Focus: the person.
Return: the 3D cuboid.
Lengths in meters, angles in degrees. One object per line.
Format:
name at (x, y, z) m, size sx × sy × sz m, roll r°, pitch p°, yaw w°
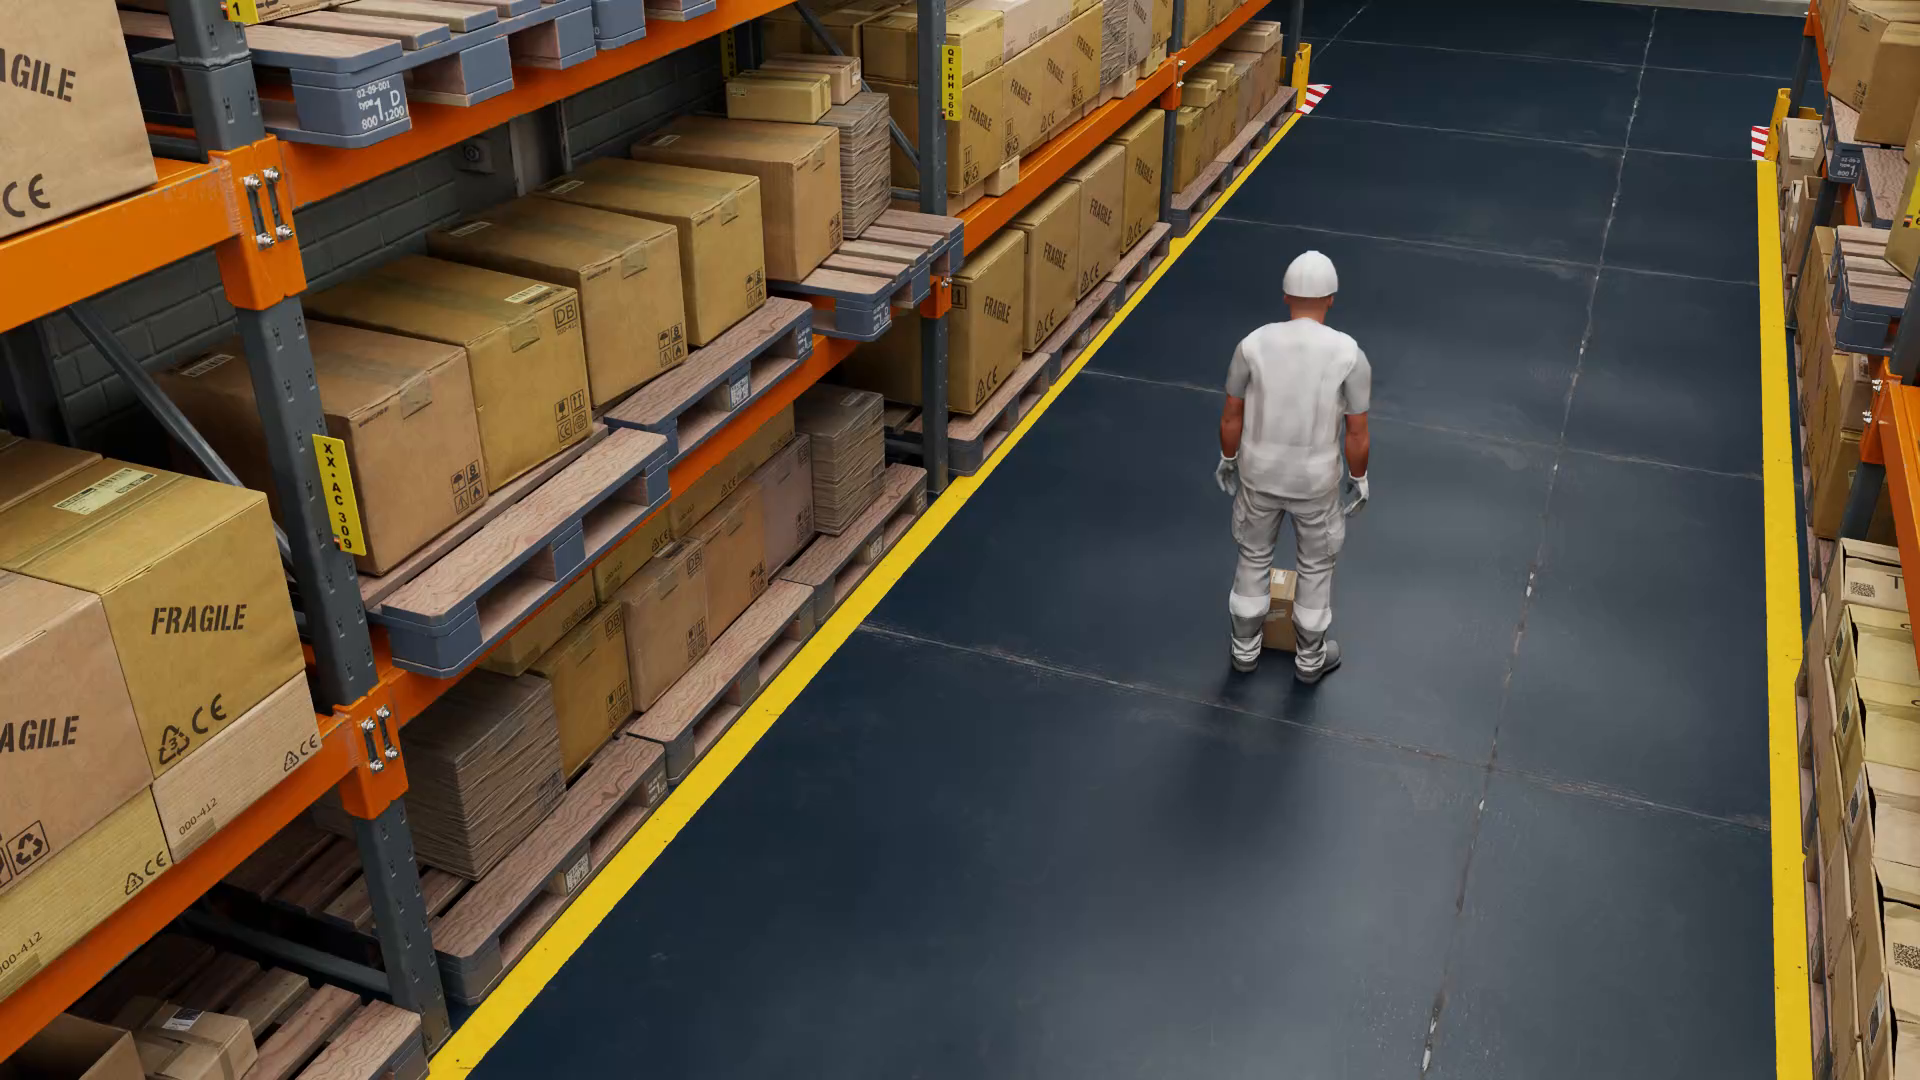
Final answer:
person at (1.316, -0.262, 6.578) m, size 0.608 × 1.779 × 0.453 m, roll 11°, pitch 31°, yaw 19°
